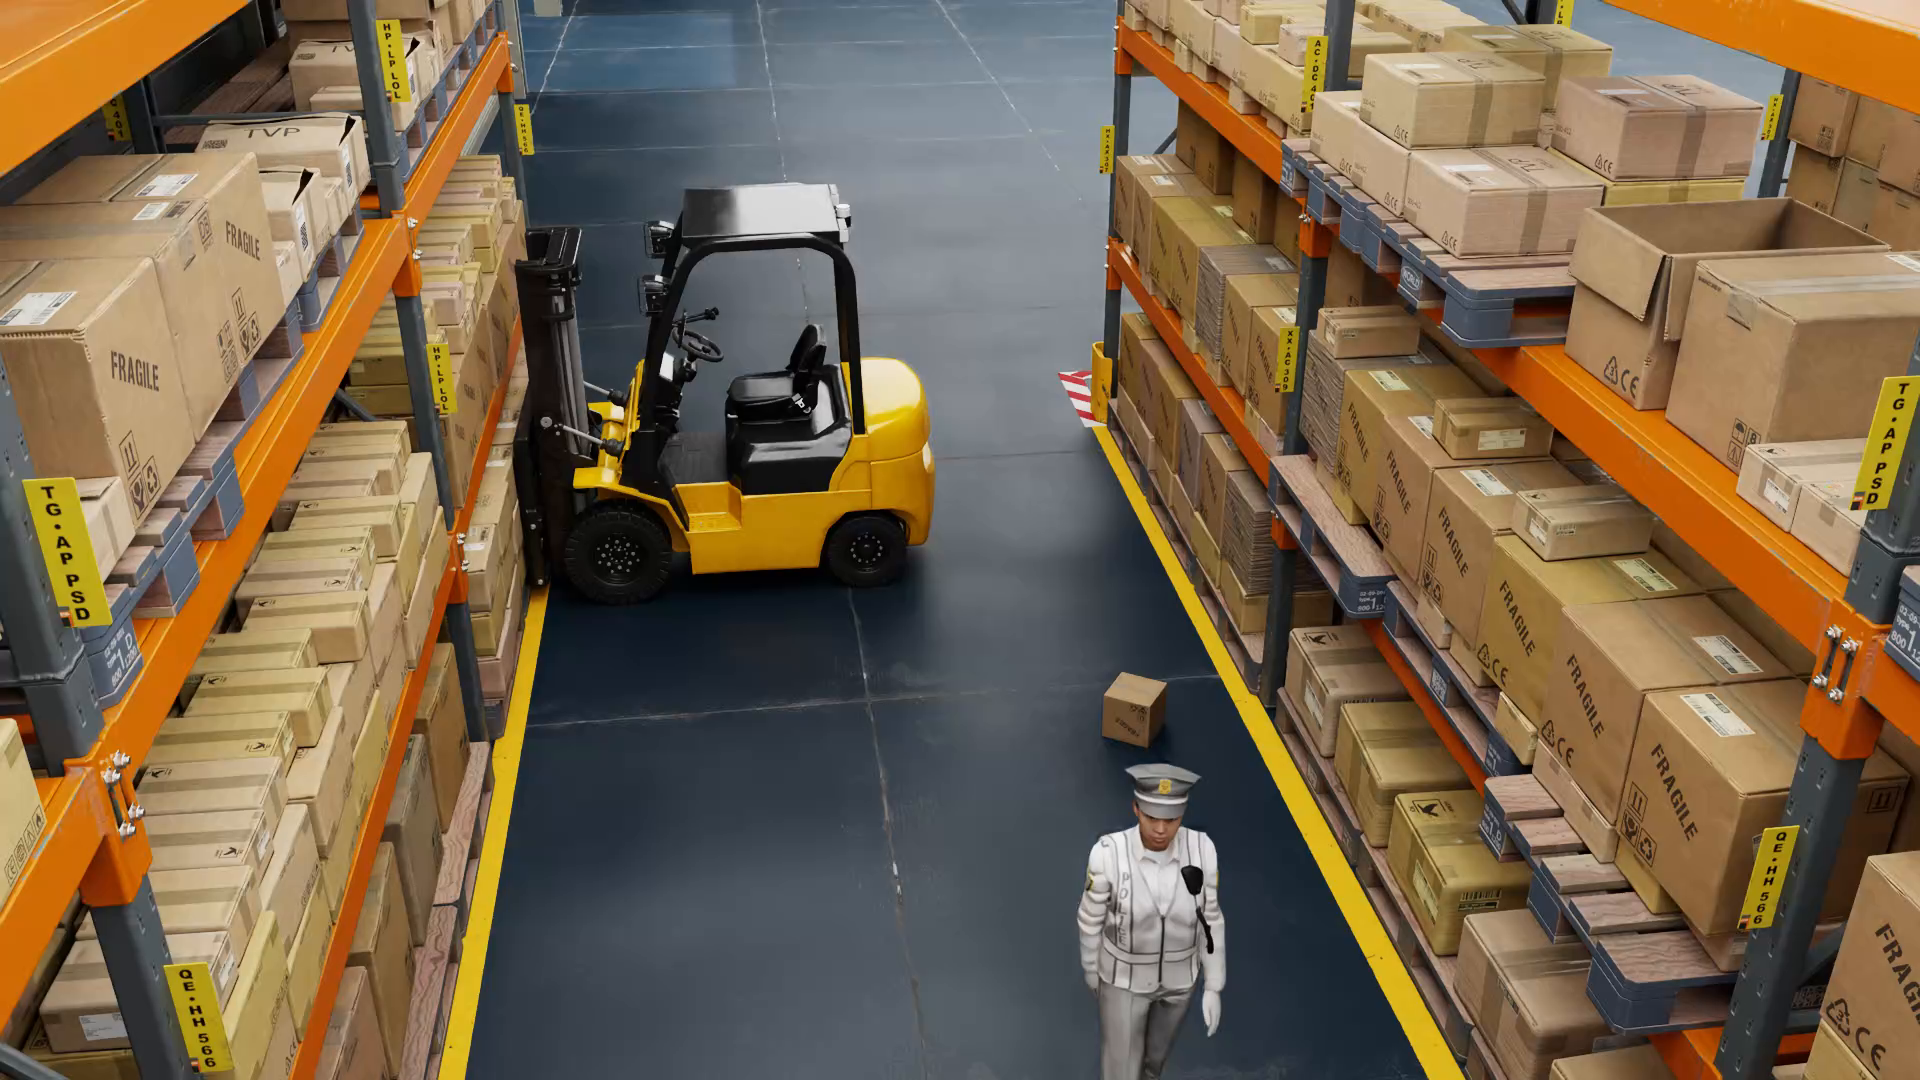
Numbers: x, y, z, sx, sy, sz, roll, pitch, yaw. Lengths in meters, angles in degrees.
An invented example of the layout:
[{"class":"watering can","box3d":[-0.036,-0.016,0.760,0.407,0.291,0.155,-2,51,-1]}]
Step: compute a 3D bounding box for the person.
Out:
[{"class":"person","box3d":[0.657,1.519,5.656,0.482,1.739,0.469,-5,28,-9]}]
